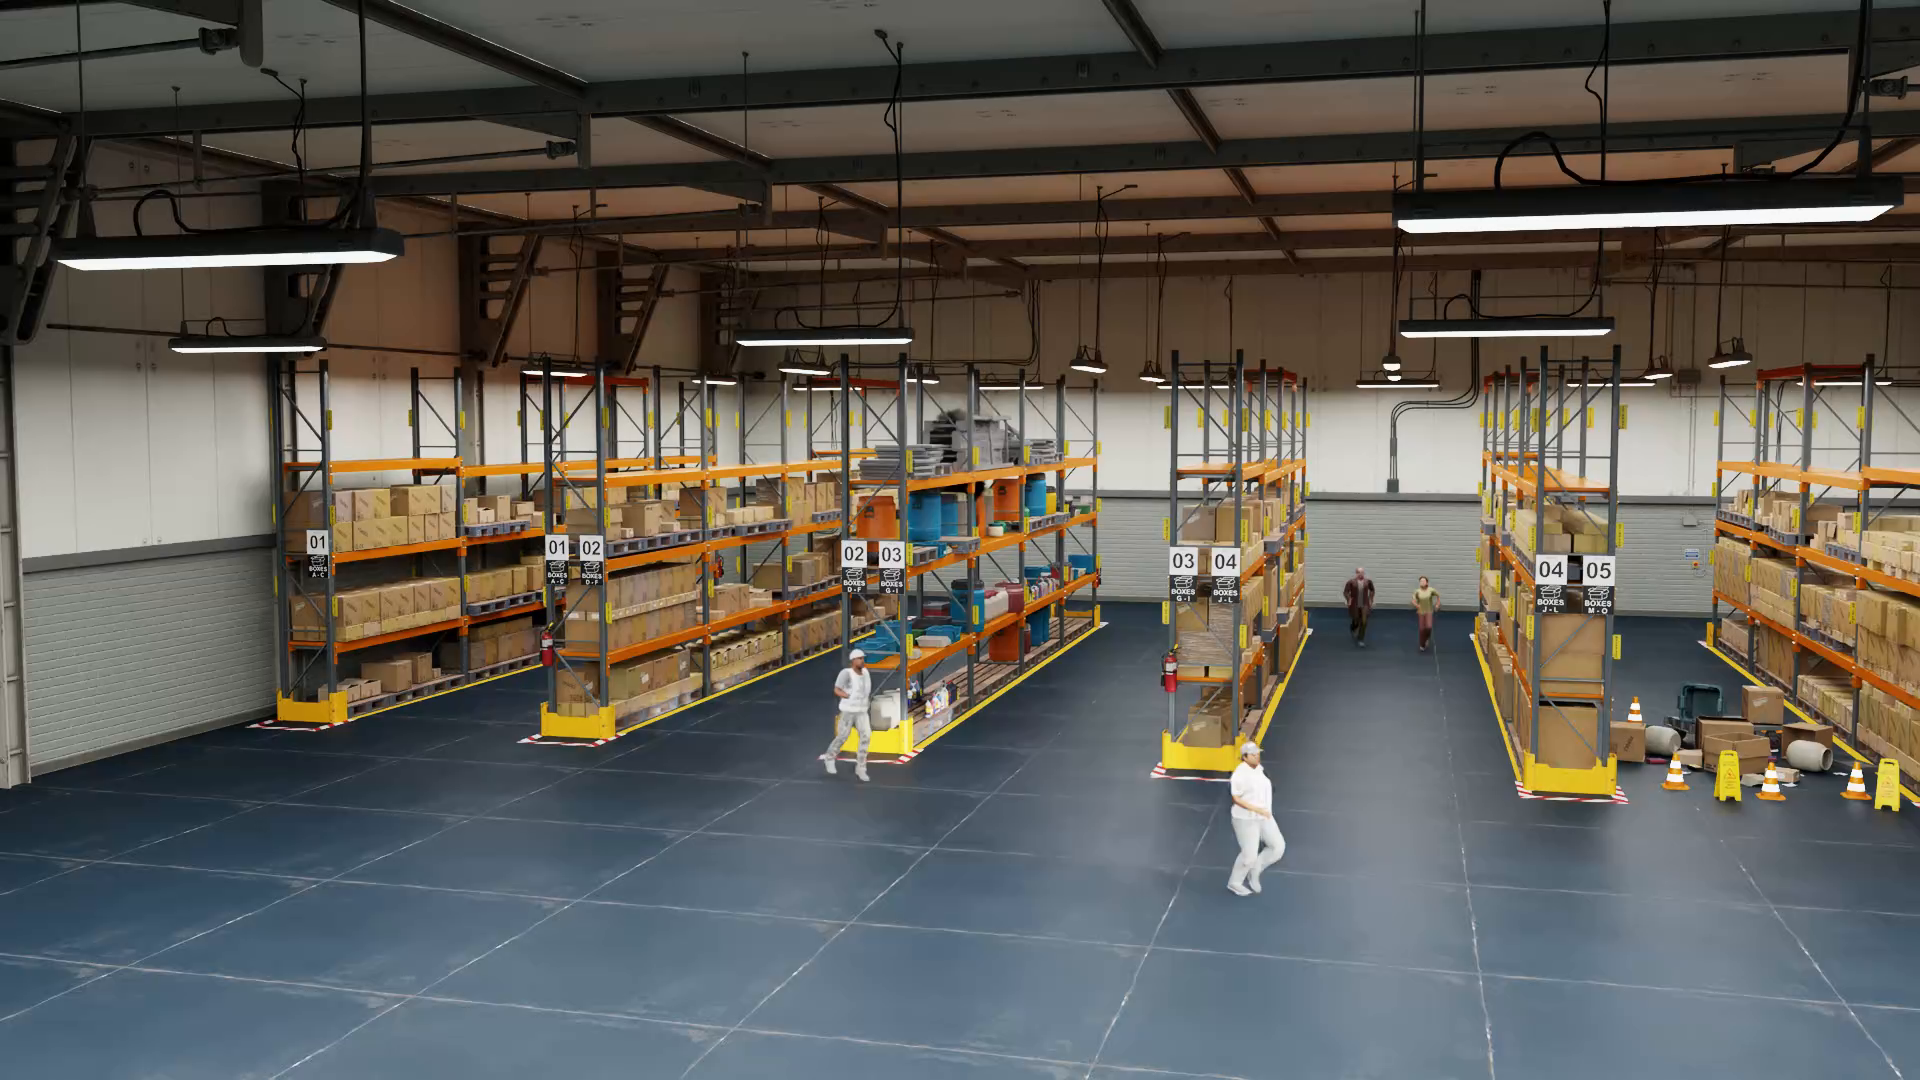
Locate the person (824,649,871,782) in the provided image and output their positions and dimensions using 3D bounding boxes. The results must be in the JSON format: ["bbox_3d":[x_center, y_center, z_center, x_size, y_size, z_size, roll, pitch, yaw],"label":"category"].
[{"bbox_3d":[-1.488,2.425,23.307,0.700,1.802,0.879,-4,6,-43],"label":"person"}]

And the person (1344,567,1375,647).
[{"bbox_3d":[8.915,1.475,37.140,0.702,1.750,0.834,0,4,5],"label":"person"}]

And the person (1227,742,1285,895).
[{"bbox_3d":[3.100,2.929,17.500,0.618,1.626,0.588,-4,6,-44],"label":"person"}]

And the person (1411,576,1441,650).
[{"bbox_3d":[10.073,1.595,35.989,0.596,1.618,0.689,1,4,20],"label":"person"}]
